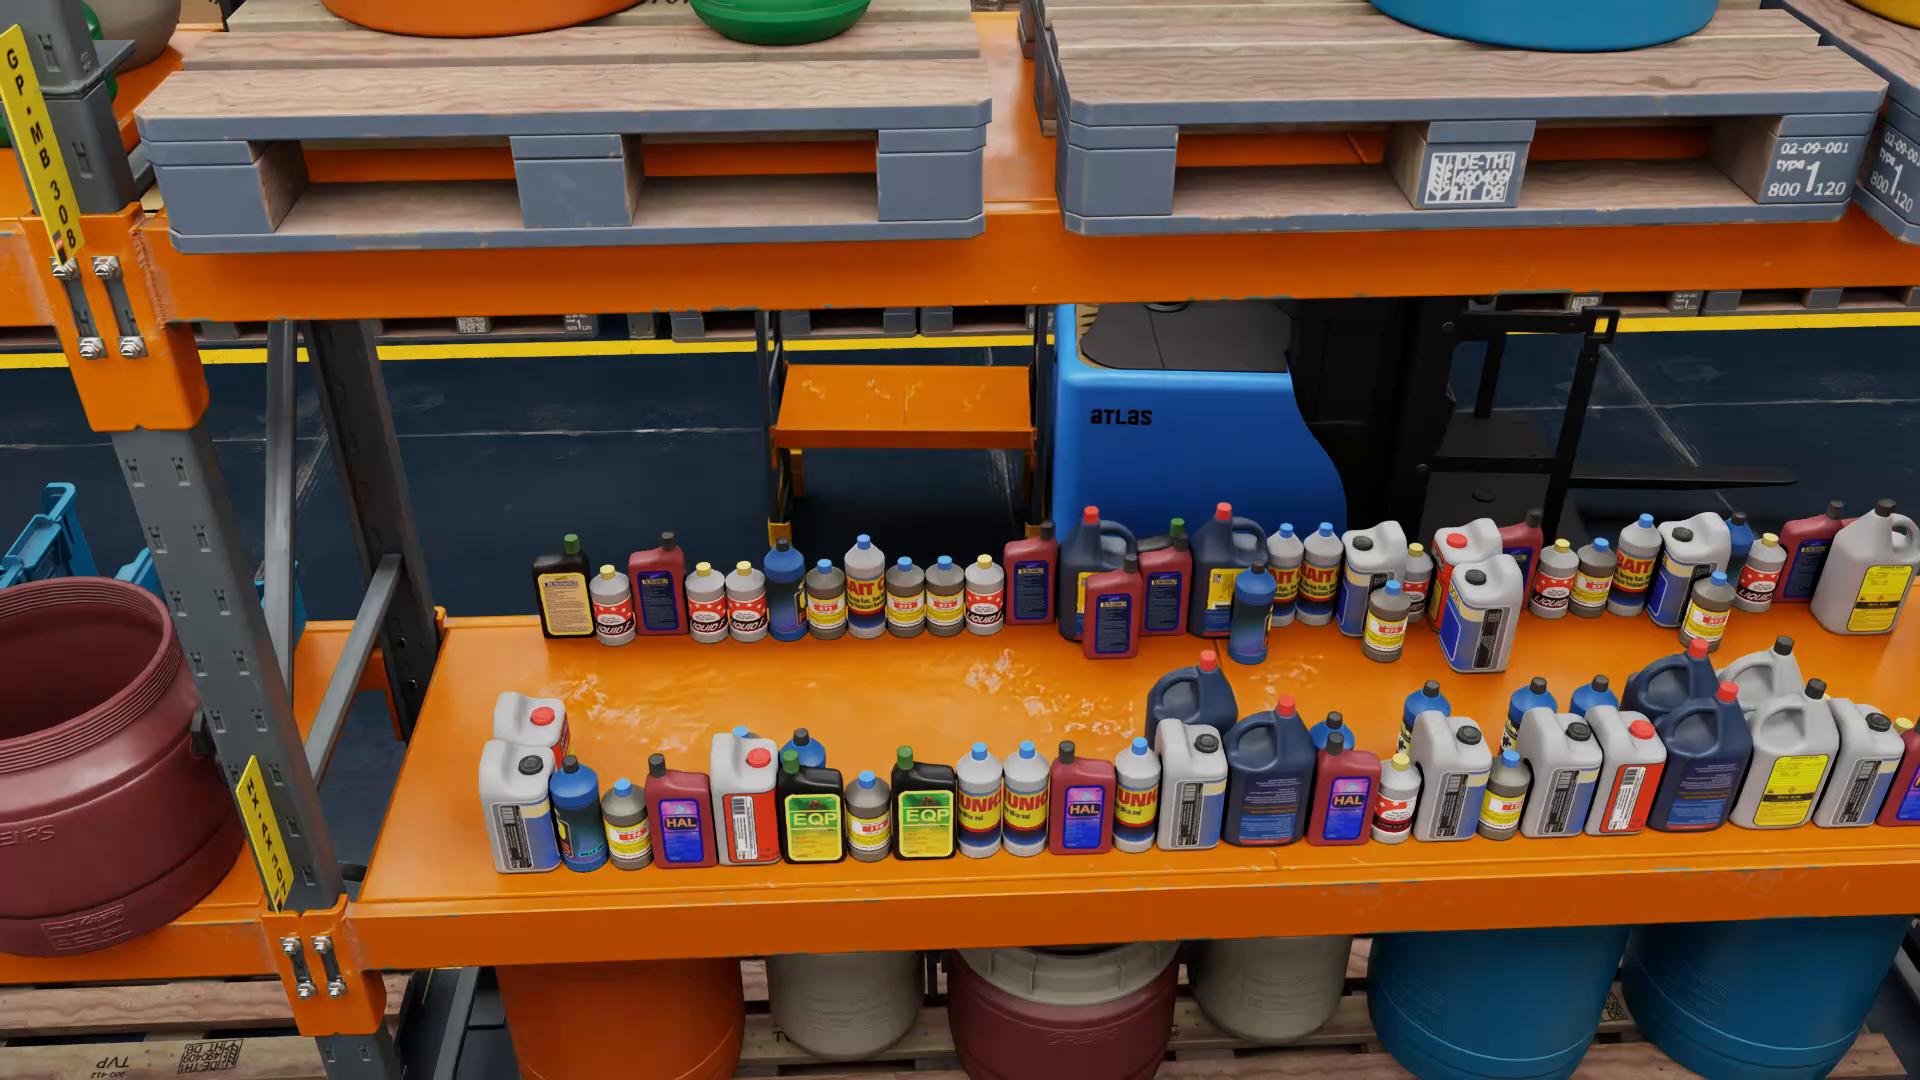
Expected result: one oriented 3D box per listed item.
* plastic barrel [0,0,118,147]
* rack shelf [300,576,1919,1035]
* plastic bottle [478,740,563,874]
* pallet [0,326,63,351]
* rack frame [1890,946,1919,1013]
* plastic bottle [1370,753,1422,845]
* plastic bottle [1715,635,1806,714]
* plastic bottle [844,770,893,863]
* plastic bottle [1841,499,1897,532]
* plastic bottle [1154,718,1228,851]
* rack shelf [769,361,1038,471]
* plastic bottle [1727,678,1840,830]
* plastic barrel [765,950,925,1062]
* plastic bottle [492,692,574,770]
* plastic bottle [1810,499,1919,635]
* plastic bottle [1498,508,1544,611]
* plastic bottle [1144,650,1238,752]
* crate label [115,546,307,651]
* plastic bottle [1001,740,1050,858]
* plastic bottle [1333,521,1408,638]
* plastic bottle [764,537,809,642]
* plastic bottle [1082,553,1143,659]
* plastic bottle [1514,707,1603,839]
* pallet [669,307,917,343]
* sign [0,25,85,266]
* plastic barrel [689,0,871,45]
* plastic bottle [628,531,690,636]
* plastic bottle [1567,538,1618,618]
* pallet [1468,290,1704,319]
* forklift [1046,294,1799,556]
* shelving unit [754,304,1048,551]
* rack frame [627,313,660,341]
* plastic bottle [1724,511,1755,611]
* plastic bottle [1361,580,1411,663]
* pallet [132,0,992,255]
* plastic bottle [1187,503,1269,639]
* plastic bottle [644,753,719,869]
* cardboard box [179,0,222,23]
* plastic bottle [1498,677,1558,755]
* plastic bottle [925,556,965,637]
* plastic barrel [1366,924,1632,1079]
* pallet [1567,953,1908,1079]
[{"bbox_3d":[-1.595,-0.817,2.795,0.294,0.245,0.294,0,35,0],"label":"plastic barrel"},{"bbox_3d":[0.647,0.559,3.939,4.000,0.370,1.077,-2,35,-2],"label":"rack shelf"},{"bbox_3d":[-0.903,0.540,3.443,0.135,0.276,0.152,-2,35,-2],"label":"plastic bottle"},{"bbox_3d":[-4.843,-1.286,8.423,1.213,0.211,1.003,-2,35,-2],"label":"pallet"},{"bbox_3d":[2.645,0.209,3.812,0.127,3.000,1.000,-2,35,-2],"label":"rack frame"},{"bbox_3d":[0.917,0.537,3.512,0.097,0.201,0.097,0,35,0],"label":"plastic bottle"},{"bbox_3d":[1.735,0.358,3.640,0.185,0.351,0.144,-2,35,-2],"label":"plastic bottle"},{"bbox_3d":[-0.191,0.567,3.469,0.097,0.201,0.097,0,35,0],"label":"plastic bottle"},{"bbox_3d":[2.258,0.025,4.181,0.133,0.283,0.061,-2,35,-2],"label":"plastic bottle"},{"bbox_3d":[0.482,0.503,3.497,0.135,0.276,0.152,-2,35,-2],"label":"plastic bottle"},{"bbox_3d":[-0.207,-0.486,6.450,1.000,0.185,0.538,0,35,1],"label":"rack shelf"},{"bbox_3d":[1.742,0.440,3.521,0.185,0.351,0.144,-2,35,-2],"label":"plastic bottle"},{"bbox_3d":[-0.303,1.078,4.373,0.421,0.512,0.421,0,35,0],"label":"plastic barrel"},{"bbox_3d":[-0.911,0.454,3.568,0.135,0.276,0.152,-2,35,-2],"label":"plastic bottle"},{"bbox_3d":[2.237,0.056,4.077,0.185,0.351,0.144,-2,35,-2],"label":"plastic bottle"},{"bbox_3d":[1.371,0.048,4.147,0.133,0.283,0.061,-2,35,-2],"label":"plastic bottle"},{"bbox_3d":[0.500,0.387,3.598,0.185,0.351,0.144,-2,35,-2],"label":"plastic bottle"},{"bbox_3d":[-1.789,0.184,3.995,0.416,0.233,0.303,-2,35,-2],"label":"crate label"},{"bbox_3d":[0.137,0.530,3.462,0.097,0.271,0.097,0,35,0],"label":"plastic bottle"},{"bbox_3d":[1.008,0.087,4.097,0.135,0.276,0.152,-2,35,-2],"label":"plastic bottle"},{"bbox_3d":[-0.426,0.112,4.065,0.097,0.271,0.097,0,35,0],"label":"plastic bottle"},{"bbox_3d":[0.366,0.158,3.989,0.133,0.283,0.061,-2,35,-2],"label":"plastic bottle"},{"bbox_3d":[1.263,0.482,3.527,0.135,0.276,0.152,-2,35,-2],"label":"plastic bottle"},{"bbox_3d":[-0.834,-1.351,8.516,1.213,0.211,1.003,-2,35,-2],"label":"pallet"},{"bbox_3d":[-1.318,-0.561,2.381,0.005,0.325,0.100,-2,35,-2],"label":"sign"},{"bbox_3d":[-0.282,-0.923,2.580,0.294,0.245,0.294,0,35,0],"label":"plastic barrel"},{"bbox_3d":[-0.737,0.105,4.064,0.133,0.283,0.061,-2,35,-2],"label":"plastic bottle"},{"bbox_3d":[1.584,0.087,4.163,0.097,0.201,0.097,0,35,0],"label":"plastic bottle"},{"bbox_3d":[3.100,-1.478,8.700,1.213,0.211,1.003,-2,35,-2],"label":"pallet"},{"bbox_3d":[1.862,-1.137,5.817,3.031,2.935,1.130,1,35,2],"label":"forklift"},{"bbox_3d":[-0.198,-0.634,6.347,1.083,1.500,0.587,0,35,1],"label":"shelving unit"},{"bbox_3d":[-1.582,-2.499,7.725,0.127,3.000,1.000,-2,35,-2],"label":"rack frame"},{"bbox_3d":[1.913,0.049,4.156,0.097,0.271,0.097,0,35,0],"label":"plastic bottle"},{"bbox_3d":[1.032,0.188,4.016,0.097,0.201,0.097,0,35,0],"label":"plastic bottle"},{"bbox_3d":[-0.582,-0.804,2.806,1.213,0.211,1.003,-2,35,-2],"label":"pallet"},{"bbox_3d":[0.653,0.064,4.065,0.185,0.351,0.144,-2,35,-2],"label":"plastic bottle"},{"bbox_3d":[-0.573,0.554,3.416,0.133,0.283,0.061,-2,35,-2],"label":"plastic bottle"},{"bbox_3d":[-3.257,-2.485,7.618,0.500,0.500,0.500,-3,35,-5],"label":"cardboard box"},{"bbox_3d":[1.239,0.413,3.630,0.097,0.271,0.097,0,35,0],"label":"plastic bottle"},{"bbox_3d":[-0.037,0.131,4.100,0.097,0.201,0.097,0,35,0],"label":"plastic bottle"},{"bbox_3d":[1.393,0.923,4.255,0.708,0.901,0.600,-2,35,-2],"label":"plastic barrel"},{"bbox_3d":[1.872,1.353,4.610,1.213,0.211,1.003,-2,35,-2],"label":"pallet"}]
